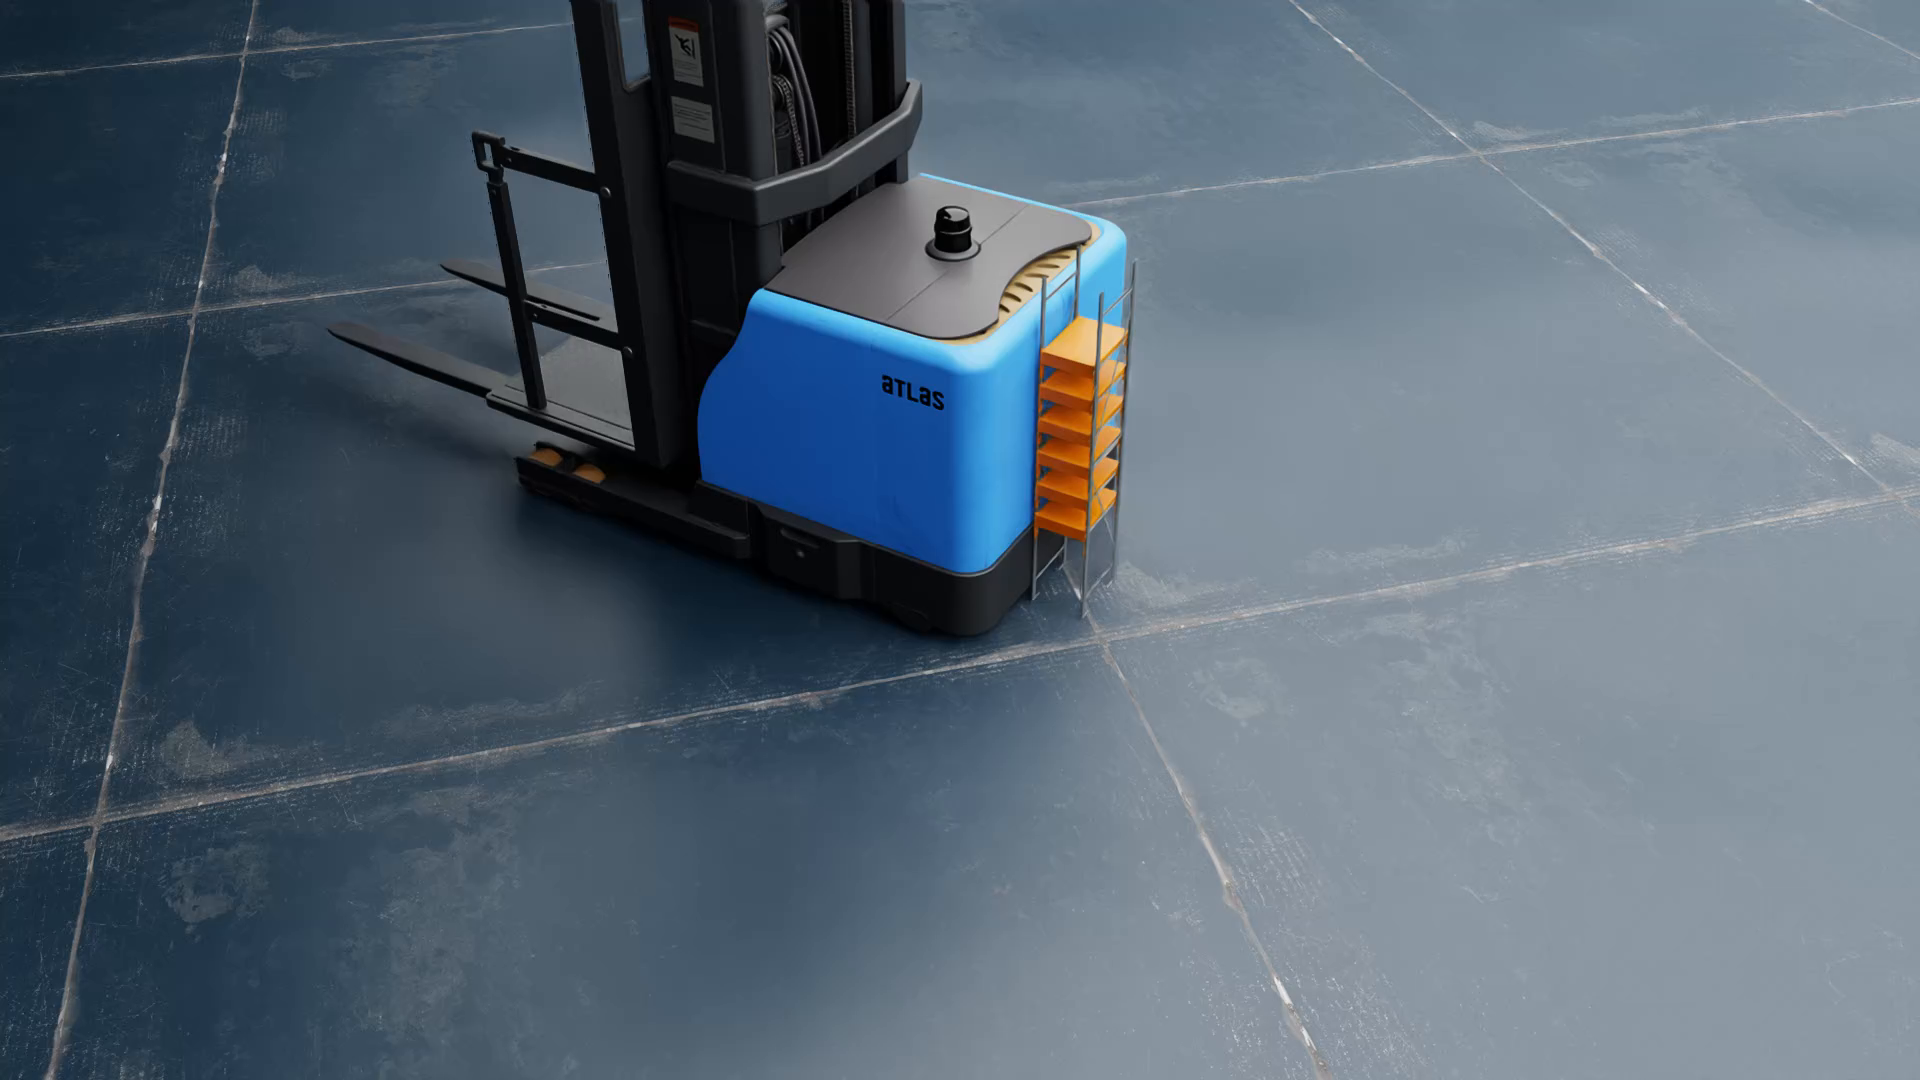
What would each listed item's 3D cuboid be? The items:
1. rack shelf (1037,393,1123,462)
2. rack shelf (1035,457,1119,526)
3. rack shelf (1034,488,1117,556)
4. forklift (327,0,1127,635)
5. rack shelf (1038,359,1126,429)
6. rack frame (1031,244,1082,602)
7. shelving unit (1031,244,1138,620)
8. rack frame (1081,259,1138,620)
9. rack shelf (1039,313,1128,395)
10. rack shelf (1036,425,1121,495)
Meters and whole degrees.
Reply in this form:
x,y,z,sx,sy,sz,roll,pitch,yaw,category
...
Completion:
x,y,z,sx,sy,sz,roll,pitch,yaw,category
0.376,-0.367,5.118,0.180,0.103,0.258,20,42,24,rack shelf
0.376,-0.177,5.264,0.180,0.103,0.258,20,42,24,rack shelf
0.376,-0.081,5.337,0.180,0.103,0.258,20,42,24,rack shelf
-0.986,-1.521,5.326,3.031,2.935,1.130,20,42,24,forklift
0.376,-0.463,5.045,0.180,0.103,0.258,20,42,24,rack shelf
0.297,-0.335,5.201,0.006,1.200,0.240,20,42,24,rack frame
0.376,-0.307,5.164,0.189,1.200,0.258,20,42,24,shelving unit
0.455,-0.279,5.127,0.006,1.200,0.240,20,42,24,rack frame
0.376,-0.558,4.972,0.180,0.103,0.258,20,42,24,rack shelf
0.376,-0.272,5.191,0.180,0.103,0.258,20,42,24,rack shelf
